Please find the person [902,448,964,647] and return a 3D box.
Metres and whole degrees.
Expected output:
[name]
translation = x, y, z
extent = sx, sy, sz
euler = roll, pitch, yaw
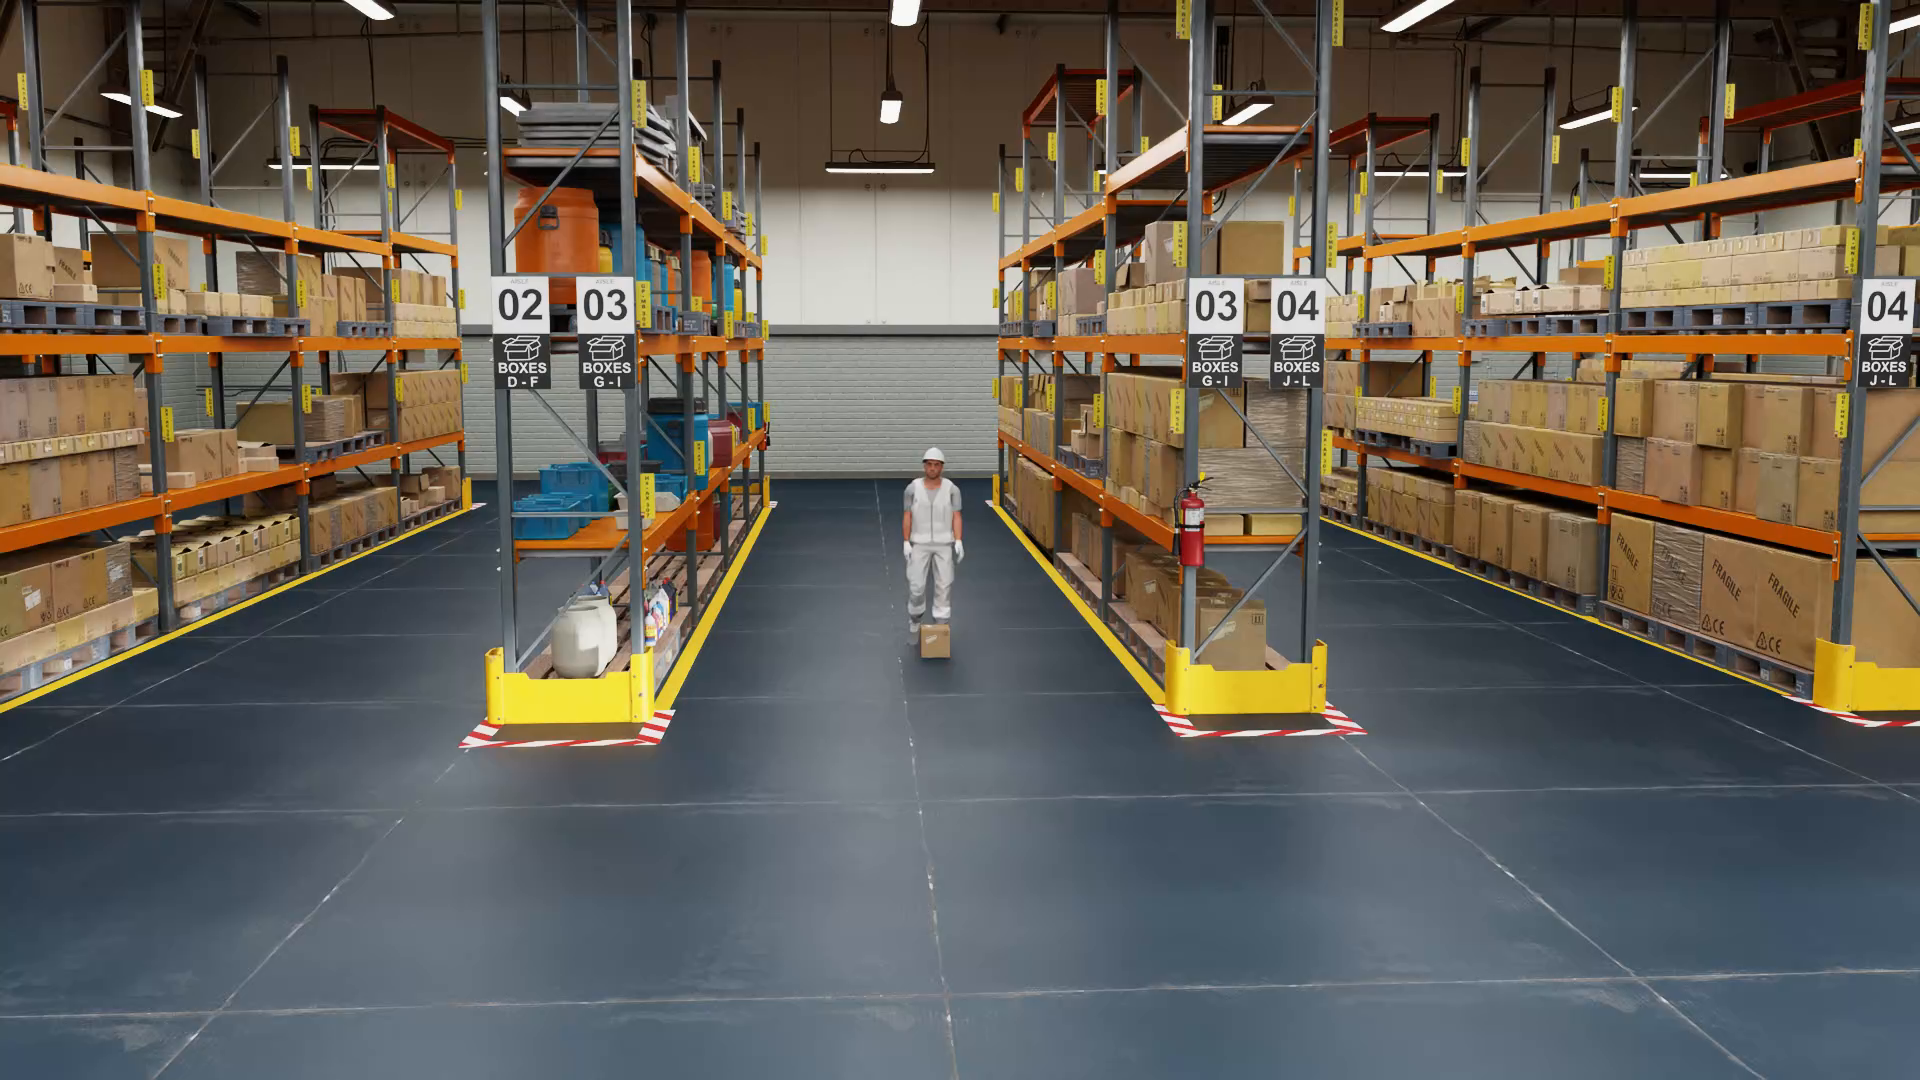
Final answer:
[person]
translation = -0.241, 0.084, 14.969
extent = 0.547, 1.822, 0.527
euler = 0, 7, -3
